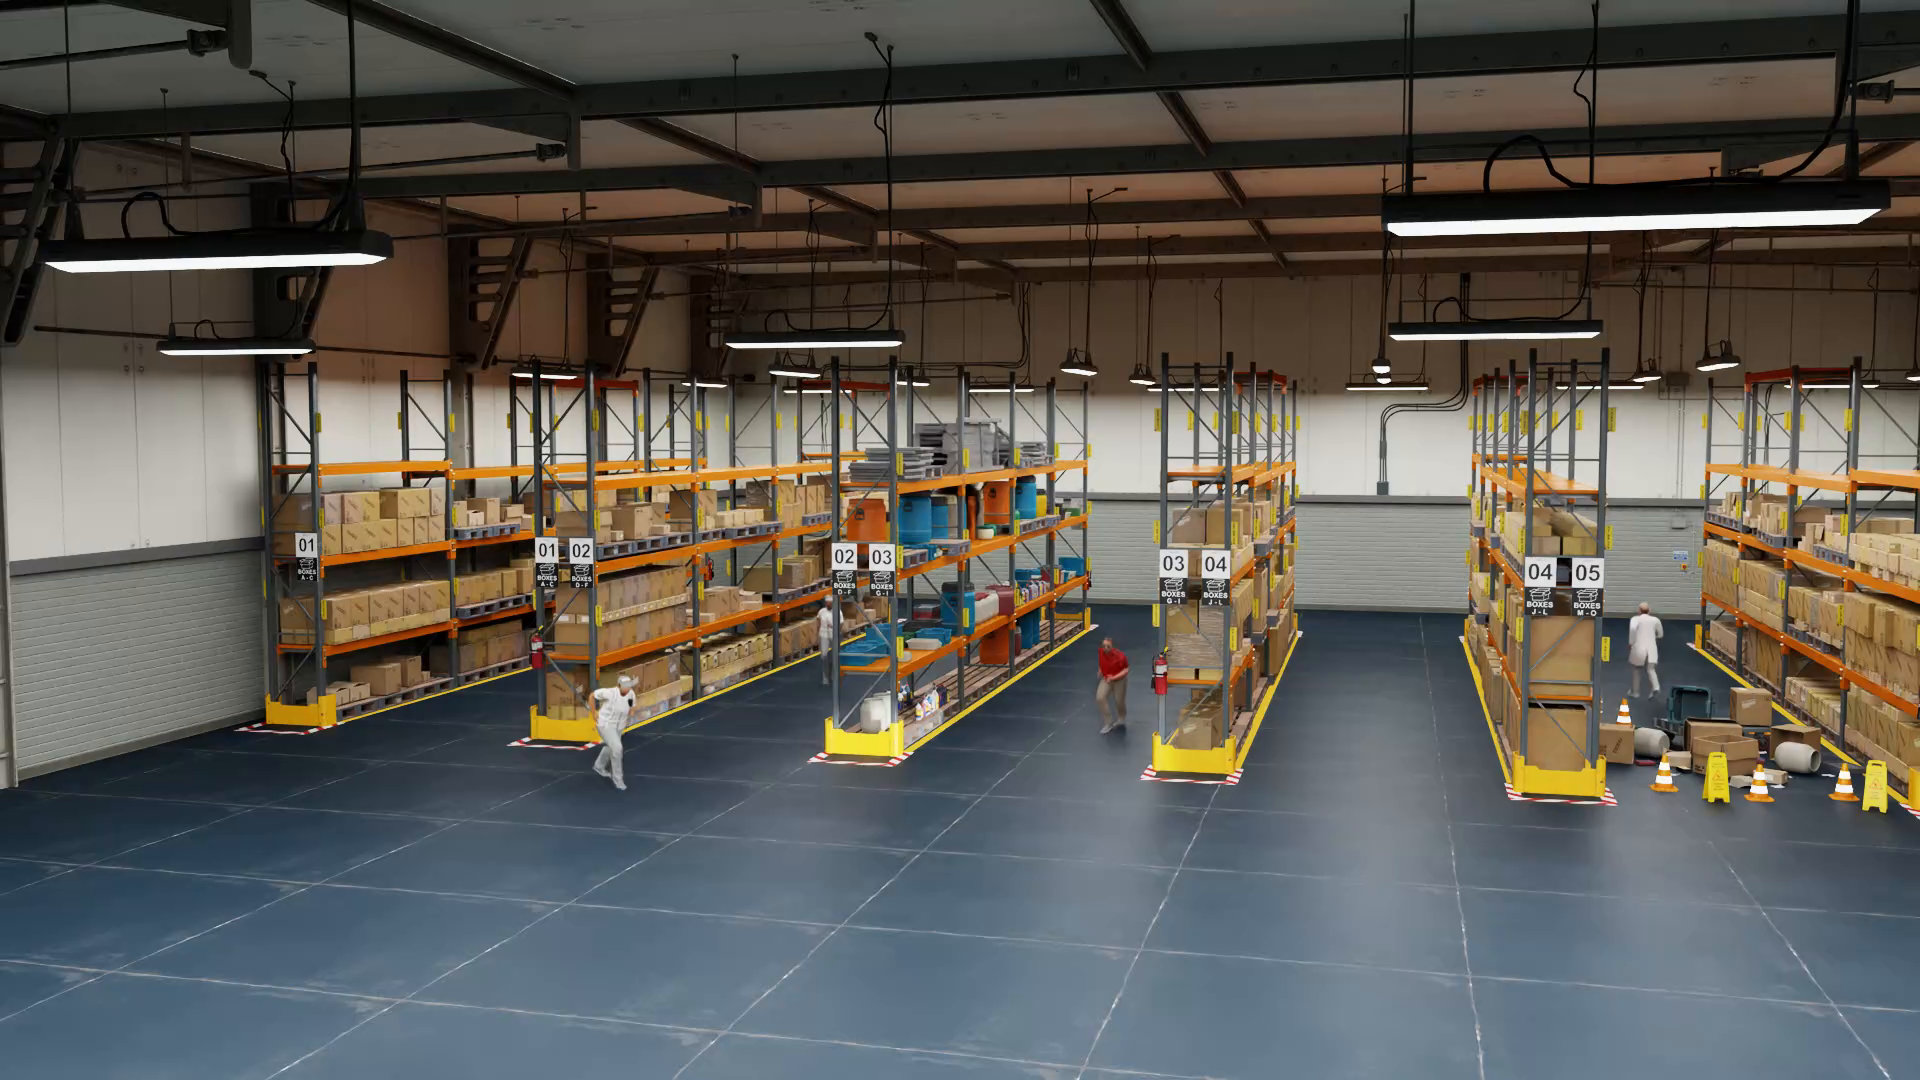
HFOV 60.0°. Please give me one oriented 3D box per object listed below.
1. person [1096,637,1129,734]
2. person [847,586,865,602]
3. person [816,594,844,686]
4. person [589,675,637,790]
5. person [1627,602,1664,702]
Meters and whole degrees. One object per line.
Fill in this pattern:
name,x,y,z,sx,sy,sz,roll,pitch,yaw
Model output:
person,2.518,2.312,26.993,0.676,1.568,1.093,2,5,28
person,-2.680,1.192,43.044,0.680,1.562,0.530,1,4,20
person,-2.506,1.907,32.007,0.556,1.751,0.847,0,4,2
person,-4.823,2.638,22.960,0.648,1.622,1.018,-4,6,-43
person,12.271,1.996,29.738,0.669,1.738,1.148,0,4,6
